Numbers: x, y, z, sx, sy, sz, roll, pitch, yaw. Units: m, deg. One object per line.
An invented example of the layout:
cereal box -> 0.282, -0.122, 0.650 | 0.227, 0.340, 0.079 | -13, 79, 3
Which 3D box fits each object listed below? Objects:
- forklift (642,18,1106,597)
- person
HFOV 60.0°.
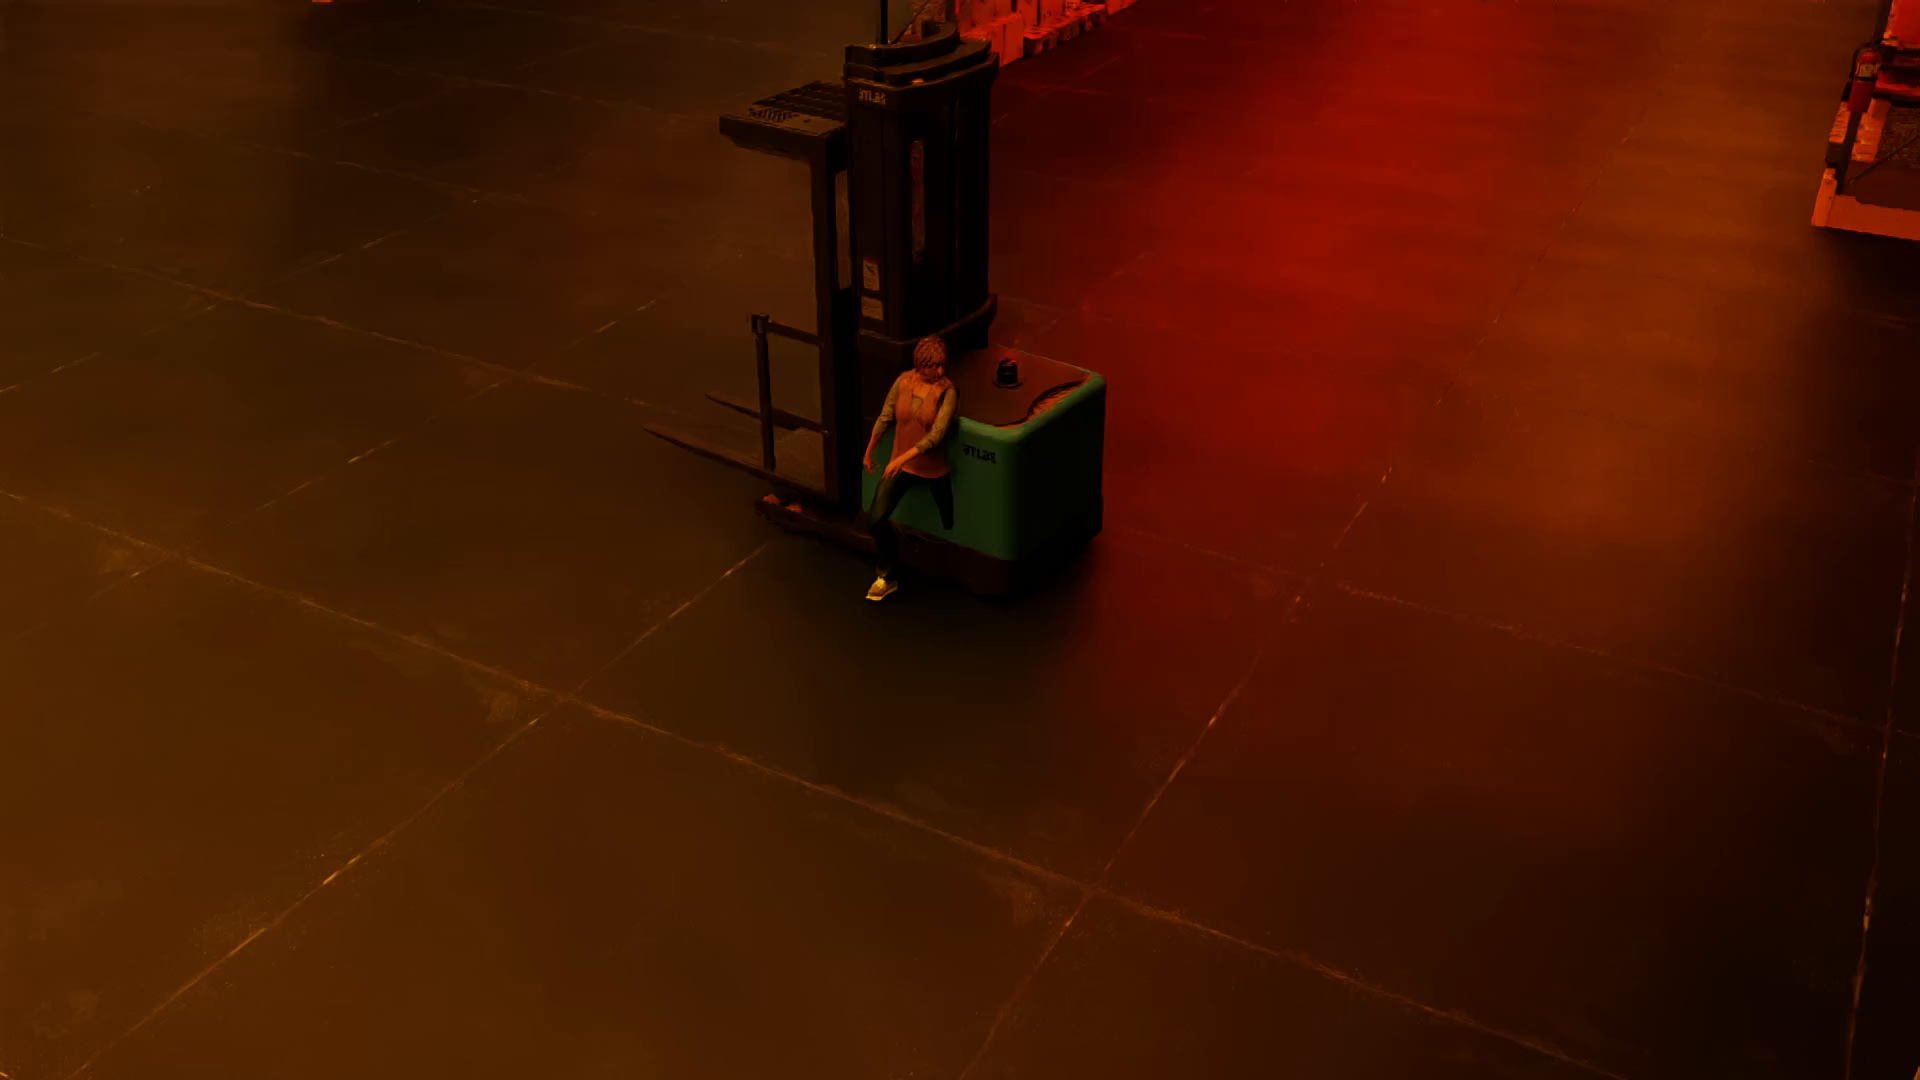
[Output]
forklift -> -0.646, -1.519, 9.702 | 3.031, 2.935, 1.130 | 19, 35, 30
person -> -0.273, -0.424, 9.234 | 0.574, 1.492, 0.756 | 7, 31, 12
